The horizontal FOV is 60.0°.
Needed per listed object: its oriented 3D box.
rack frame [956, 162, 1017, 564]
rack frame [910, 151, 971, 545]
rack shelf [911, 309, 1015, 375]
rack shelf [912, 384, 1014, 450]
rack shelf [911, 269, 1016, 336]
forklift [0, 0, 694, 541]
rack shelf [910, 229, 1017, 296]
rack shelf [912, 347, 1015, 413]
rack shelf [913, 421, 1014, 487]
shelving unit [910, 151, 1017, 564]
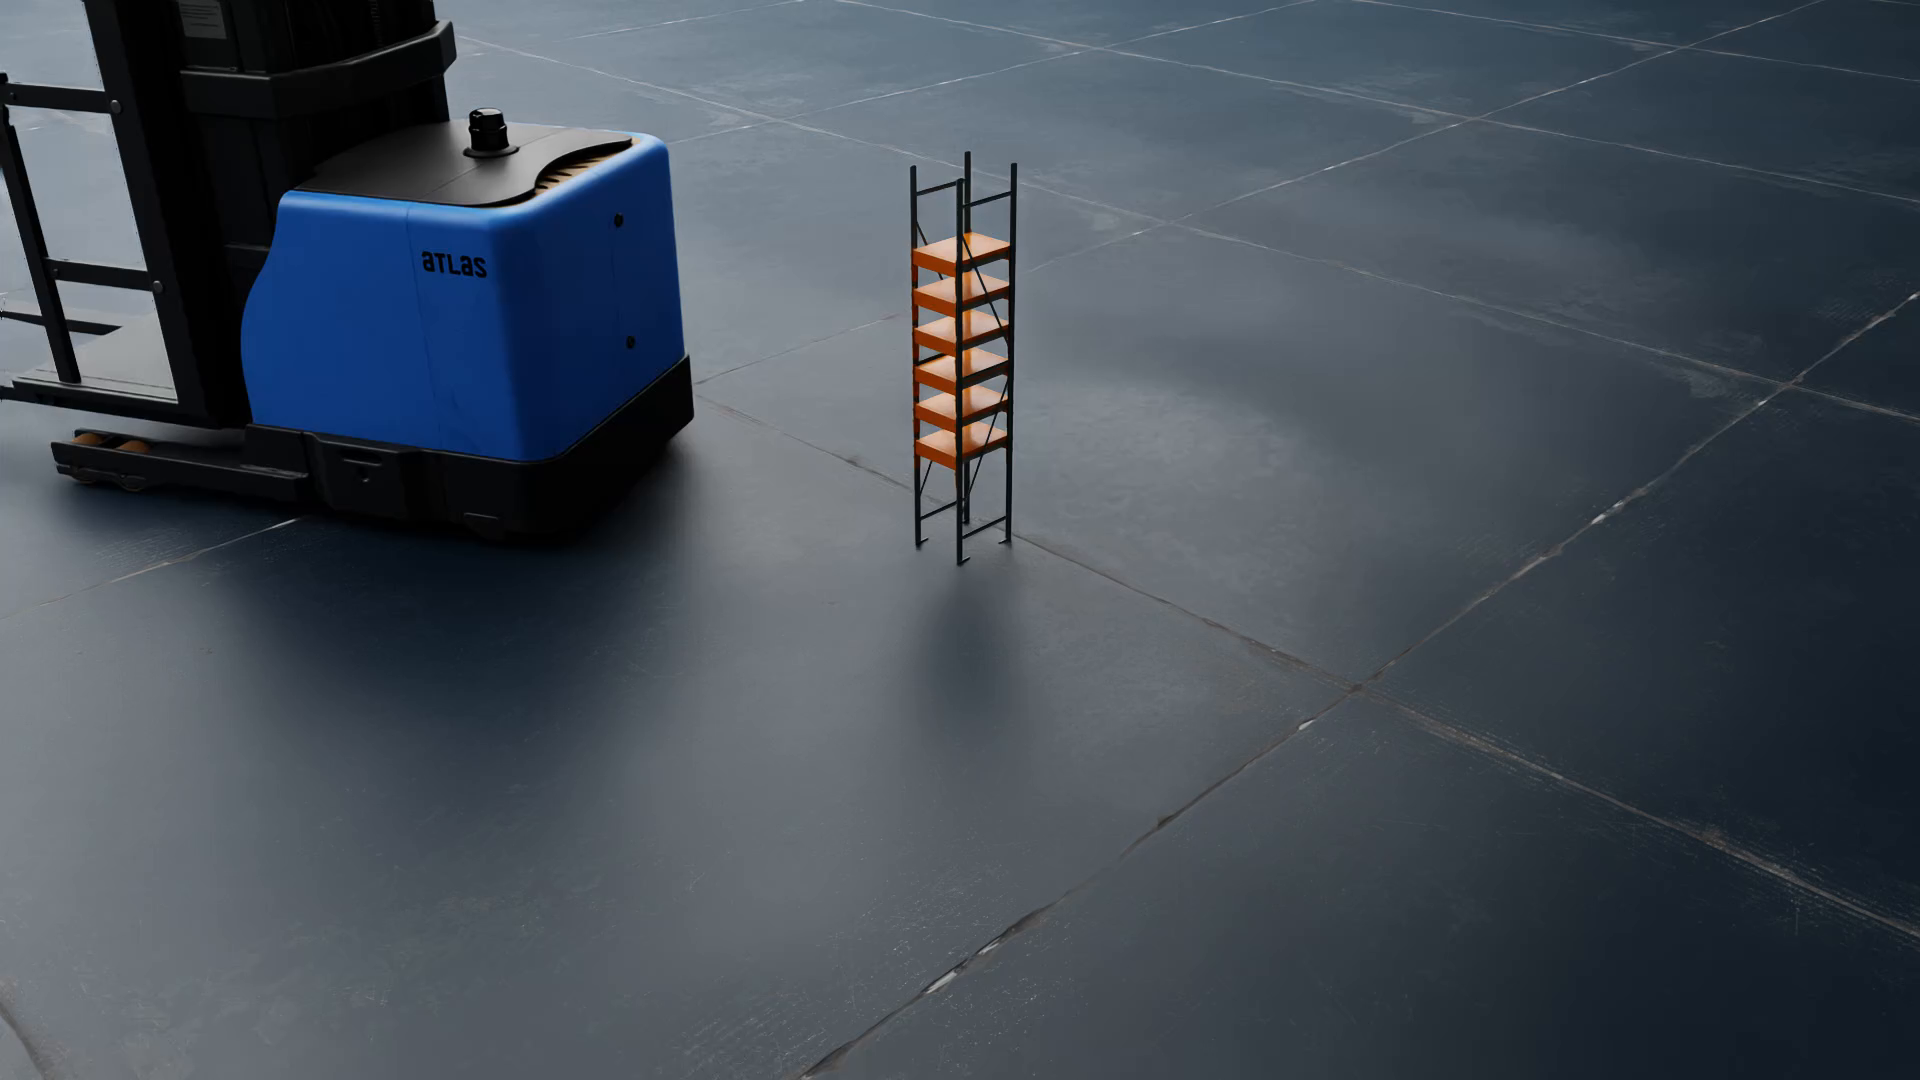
[{"bbox_3d":[0.076,-0.496,4.905,0.006,1.200,0.240,25,36,38],"label":"rack frame"},{"bbox_3d":[-0.055,-0.556,5.019,0.006,1.200,0.240,25,36,38],"label":"rack frame"},{"bbox_3d":[0.010,-0.593,4.927,0.180,0.103,0.258,25,36,38],"label":"rack shelf"},{"bbox_3d":[0.010,-0.381,5.038,0.180,0.103,0.258,25,36,38],"label":"rack shelf"},{"bbox_3d":[0.010,-0.699,4.871,0.180,0.103,0.258,25,36,38],"label":"rack shelf"},{"bbox_3d":[-2.523,-1.683,5.302,3.031,2.935,1.130,8,29,16],"label":"forklift"},{"bbox_3d":[0.010,-0.806,4.815,0.180,0.103,0.258,25,36,38],"label":"rack shelf"},{"bbox_3d":[0.010,-0.487,4.982,0.180,0.103,0.258,25,36,38],"label":"rack shelf"},{"bbox_3d":[0.010,-0.275,5.094,0.180,0.103,0.258,25,36,38],"label":"rack shelf"},{"bbox_3d":[0.010,-0.526,4.962,0.189,1.200,0.258,25,36,38],"label":"shelving unit"}]
